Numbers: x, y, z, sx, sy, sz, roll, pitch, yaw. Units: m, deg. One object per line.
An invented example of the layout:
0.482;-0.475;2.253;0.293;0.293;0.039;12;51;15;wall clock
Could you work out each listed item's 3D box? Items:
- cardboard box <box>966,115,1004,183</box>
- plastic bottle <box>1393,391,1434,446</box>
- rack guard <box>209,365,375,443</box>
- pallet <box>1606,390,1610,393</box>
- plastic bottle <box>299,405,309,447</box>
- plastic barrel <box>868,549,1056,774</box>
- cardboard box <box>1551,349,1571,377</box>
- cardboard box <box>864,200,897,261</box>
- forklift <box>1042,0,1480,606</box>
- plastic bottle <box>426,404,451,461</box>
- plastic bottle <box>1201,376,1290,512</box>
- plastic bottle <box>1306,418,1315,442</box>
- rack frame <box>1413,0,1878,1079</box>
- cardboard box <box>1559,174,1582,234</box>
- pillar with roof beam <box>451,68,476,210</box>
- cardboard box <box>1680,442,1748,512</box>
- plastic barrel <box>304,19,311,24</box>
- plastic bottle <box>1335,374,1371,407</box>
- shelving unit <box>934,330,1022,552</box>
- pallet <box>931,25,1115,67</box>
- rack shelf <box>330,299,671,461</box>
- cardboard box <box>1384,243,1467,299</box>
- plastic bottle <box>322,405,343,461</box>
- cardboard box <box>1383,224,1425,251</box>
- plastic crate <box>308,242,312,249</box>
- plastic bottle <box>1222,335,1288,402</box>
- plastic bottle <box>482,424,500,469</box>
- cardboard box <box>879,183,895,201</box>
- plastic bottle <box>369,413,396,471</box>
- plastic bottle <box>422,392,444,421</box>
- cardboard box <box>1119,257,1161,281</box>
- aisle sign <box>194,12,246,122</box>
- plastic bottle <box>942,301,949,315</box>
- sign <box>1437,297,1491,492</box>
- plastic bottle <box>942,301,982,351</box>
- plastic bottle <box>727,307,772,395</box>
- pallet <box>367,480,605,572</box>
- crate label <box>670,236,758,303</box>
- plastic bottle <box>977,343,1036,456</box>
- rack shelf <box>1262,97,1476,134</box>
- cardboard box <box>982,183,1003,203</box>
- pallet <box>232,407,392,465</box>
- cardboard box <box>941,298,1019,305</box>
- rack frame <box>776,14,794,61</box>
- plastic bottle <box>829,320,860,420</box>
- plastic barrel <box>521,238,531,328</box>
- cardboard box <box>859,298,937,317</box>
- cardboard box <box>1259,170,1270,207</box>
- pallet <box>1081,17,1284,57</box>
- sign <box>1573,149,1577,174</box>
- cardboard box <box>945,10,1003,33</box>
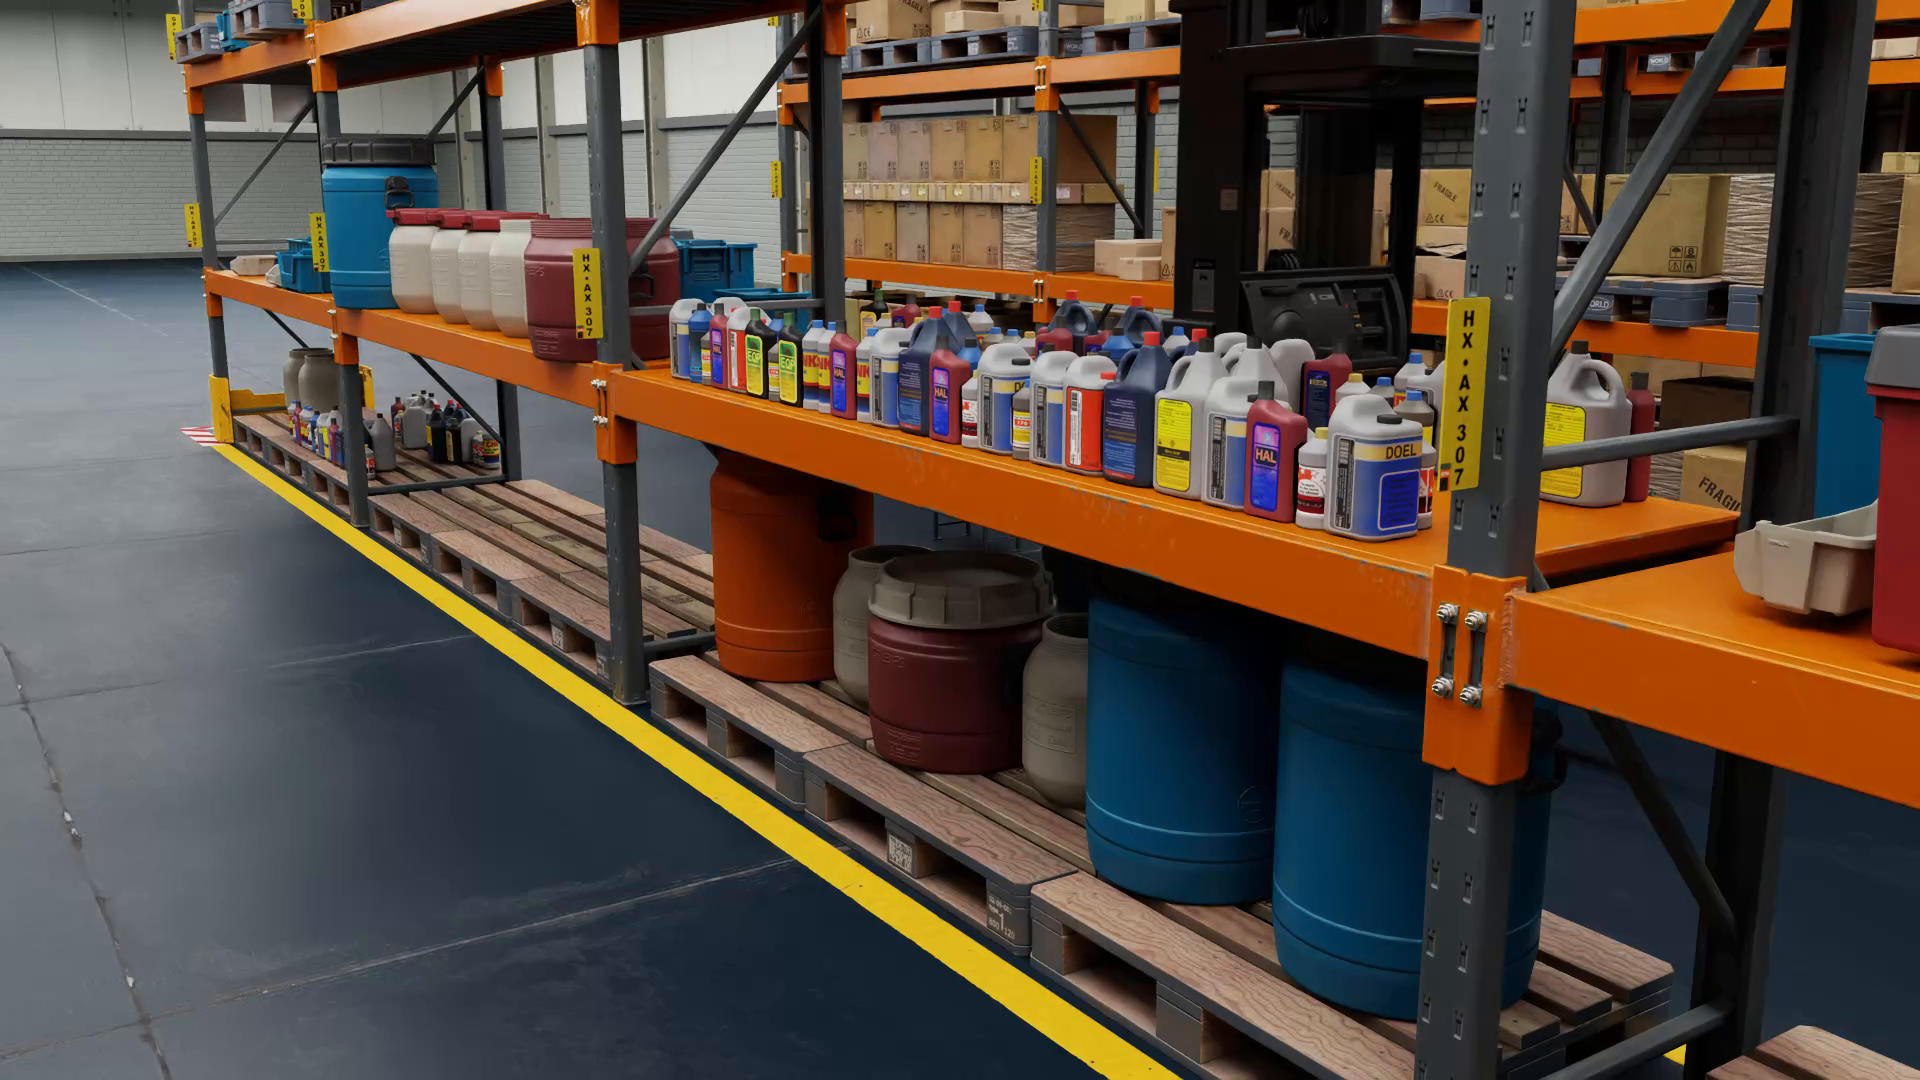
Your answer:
0.473;-3.034;12.944;0.700;0.500;0.500;-8;15;-33;cardboard box
1.076;-0.252;3.960;0.097;0.201;0.097;0;12;0;plastic bottle
-5.256;-1.080;13.131;1.175;0.500;0.348;-8;15;-33;rack guard
5.559;-1.270;14.675;1.003;0.211;1.213;-8;15;-33;pallet
-4.402;-0.771;11.223;0.097;0.271;0.097;0;12;0;plastic bottle
0.006;0.372;5.300;0.600;0.588;0.708;-8;15;-33;plastic barrel
5.548;-1.635;14.640;0.700;0.500;0.500;-8;14;-31;cardboard box
-0.398;-2.677;14.349;0.700;0.500;0.500;-8;15;-32;cardboard box
1.656;-0.938;6.791;1.130;2.935;3.031;-9;15;-35;forklift
-3.342;-0.694;10.686;0.144;0.351;0.185;-8;15;-33;plastic bottle
0.622;-0.211;3.597;0.152;0.276;0.135;-8;15;-33;plastic bottle
0.714;-0.158;3.529;0.097;0.201;0.097;0;12;0;plastic bottle
1.312;-0.175;3.141;1.000;3.000;0.127;-8;15;-33;rack frame
5.380;-2.940;14.519;0.700;0.500;0.500;-8;15;-33;cardboard box
-16.187;-11.216;39.588;9.100;9.000;0.548;-8;15;-33;pillar with roof beam
3.804;-0.169;7.934;0.500;0.500;0.500;-8;15;-34;cardboard box
-4.599;-3.884;11.656;0.600;0.588;0.600;0;12;0;plastic barrel
1.020;-0.329;4.310;0.097;0.201;0.097;0;12;0;plastic bottle
0.092;-0.557;9.099;0.258;1.200;0.503;-8;15;-33;shelving unit
0.511;-3.754;12.694;1.003;0.211;1.213;-8;15;-33;pallet
-2.013;-0.891;8.097;1.077;0.370;4.000;-8;15;-33;rack shelf
2.887;-1.611;9.914;0.500;0.311;0.500;-8;15;-33;cardboard box
-4.003;-0.691;10.670;0.144;0.351;0.185;-8;15;-33;plastic bottle
4.343;-2.845;15.654;0.500;0.250;0.500;-8;15;-33;cardboard box
-4.455;-2.067;12.140;0.499;0.251;0.408;-8;15;-33;plastic crate
0.650;-0.293;3.795;0.144;0.351;0.185;-8;15;-33;plastic bottle
-2.932;-0.588;10.388;0.097;0.271;0.097;0;12;0;plastic bottle
-0.458;-2.937;14.016;0.380;0.149;0.250;-8;15;-33;cardboard box
-3.597;-0.616;10.329;0.144;0.351;0.185;-8;15;-33;plastic bottle
-3.563;-0.821;11.263;0.144;0.351;0.185;-8;15;-33;plastic bottle
1.326;-1.879;11.521;0.380;0.149;0.250;-8;15;-33;cardboard box
-5.621;-3.557;12.522;0.394;0.787;0.004;-8;15;-33;aisle sign
-0.041;-0.704;5.860;0.097;0.271;0.097;0;12;0;plastic bottle
0.853;-0.246;2.815;0.100;0.325;0.005;-8;15;-33;sign
-0.028;-0.514;4.804;0.144;0.351;0.185;-8;15;-33;plastic bottle
-0.677;-0.628;5.504;0.152;0.276;0.135;-8;15;-33;plastic bottle
-2.653;-0.101;9.327;1.003;0.211;1.213;-8;15;-33;pallet
-1.230;-1.112;7.345;0.502;0.435;0.616;-8;15;-33;crate label
0.139;-0.366;4.305;0.152;0.276;0.135;-8;15;-33;plastic bottle
4.019;-4.240;16.392;1.077;0.370;4.000;-8;15;-33;rack shelf
0.393;-2.663;12.764;0.380;0.149;0.250;-9;15;-34;cardboard box
-4.810;-0.794;12.498;1.003;0.211;1.213;-8;15;-33;pallet
0.176;-1.798;14.259;0.500;0.500;0.500;-8;15;-33;cardboard box
-1.211;-5.826;14.937;1.000;3.000;0.127;-8;15;-33;rack frame
-0.332;-0.503;4.915;0.061;0.283;0.133;-8;15;-33;plastic bottle
-1.652;-1.099;7.103;0.421;0.512;0.421;0;12;0;plastic barrel
-0.533;-1.825;14.385;0.500;0.500;0.500;-8;15;-33;cardboard box
3.190;-3.575;17.238;0.500;0.500;0.500;-8;15;-33;cardboard box
1.505;-3.400;11.315;0.805;0.209;1.217;-9;15;-35;pallet
5.587;-3.402;15.189;0.100;0.325;0.005;-8;15;-33;sign
0.109;-3.982;12.805;0.380;0.149;0.250;-8;15;-33;cardboard box
